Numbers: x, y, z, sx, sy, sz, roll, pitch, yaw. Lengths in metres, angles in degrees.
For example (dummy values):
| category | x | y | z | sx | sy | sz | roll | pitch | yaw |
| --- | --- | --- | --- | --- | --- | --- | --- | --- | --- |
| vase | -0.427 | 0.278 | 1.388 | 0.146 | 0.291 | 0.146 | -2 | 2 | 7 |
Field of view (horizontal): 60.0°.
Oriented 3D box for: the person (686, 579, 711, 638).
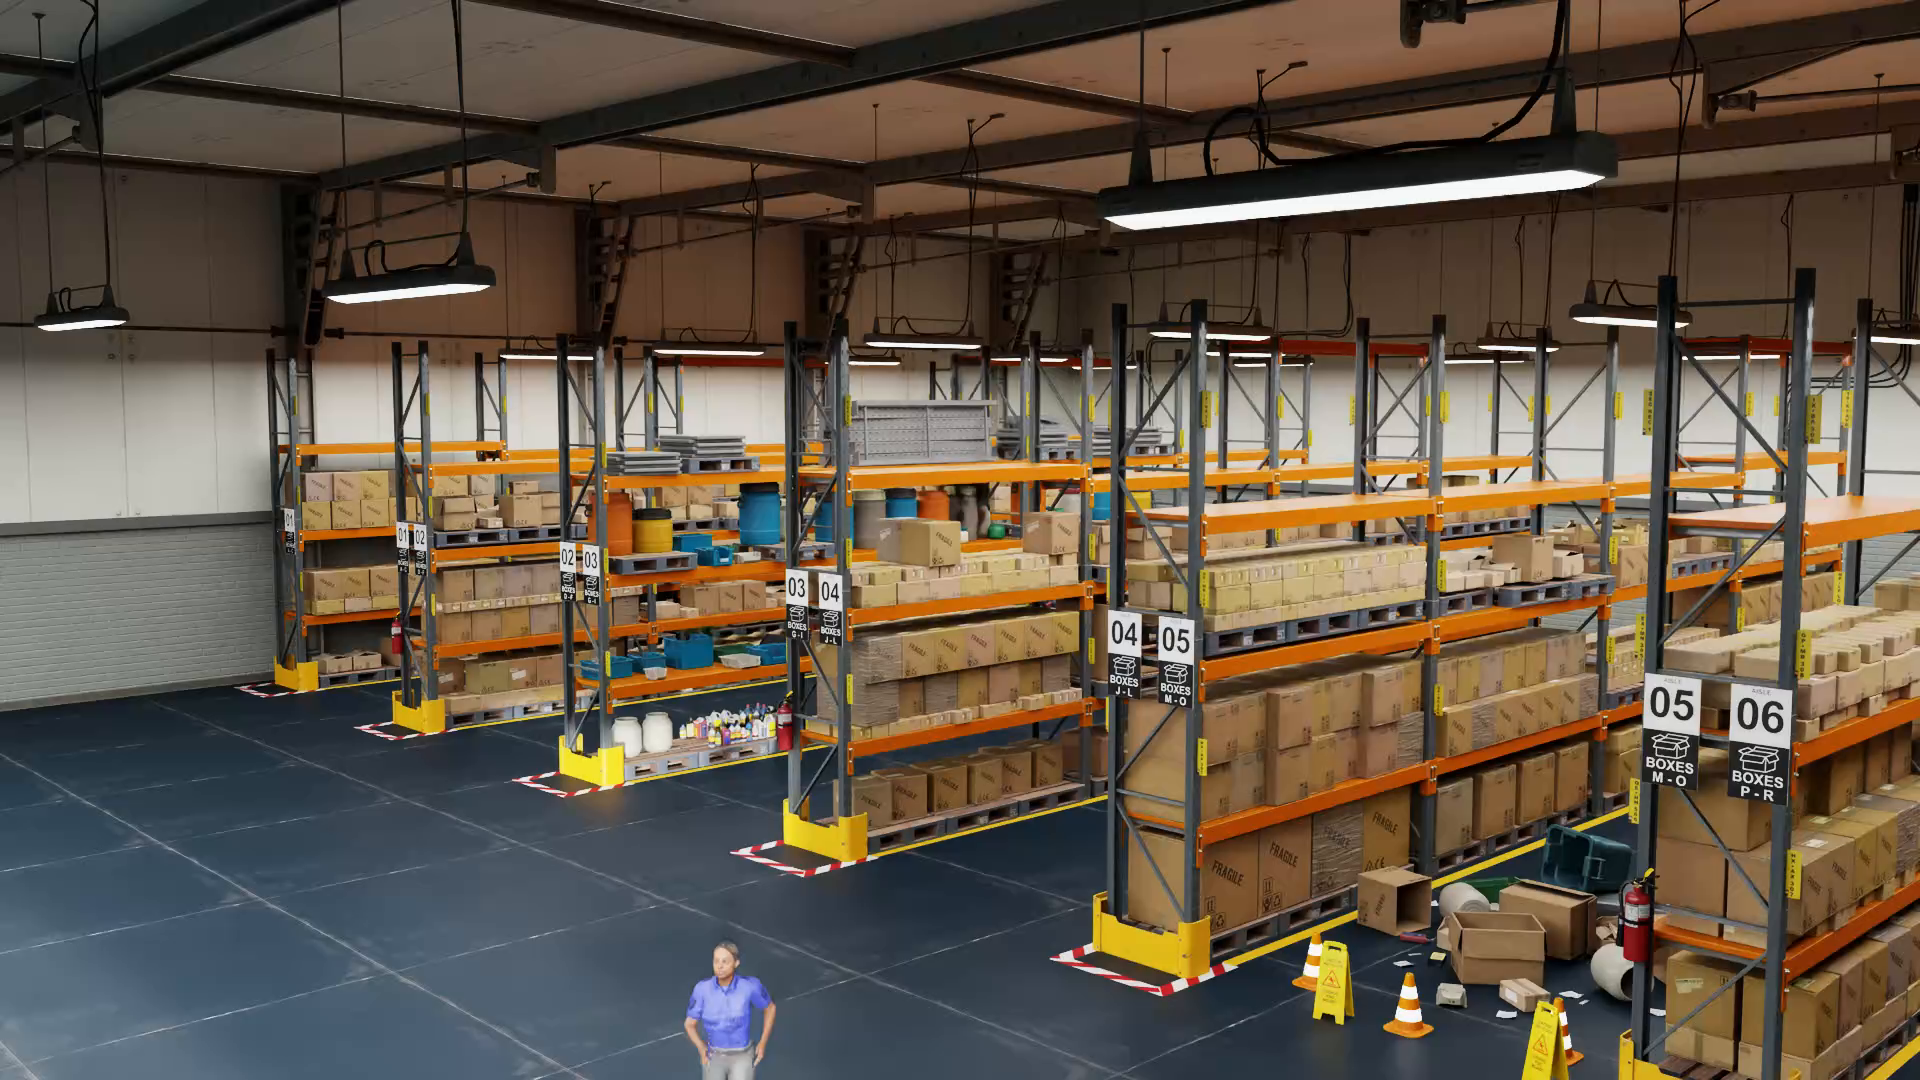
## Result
| category | x | y | z | sx | sy | sz | roll | pitch | yaw |
| --- | --- | --- | --- | --- | --- | --- | --- | --- | --- |
| person | -5.069 | 1.467 | 32.535 | 0.632 | 1.806 | 0.724 | 3 | 6 | 29 |

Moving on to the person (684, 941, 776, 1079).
| category | x | y | z | sx | sy | sz | roll | pitch | yaw |
| --- | --- | --- | --- | --- | --- | --- | --- | --- | --- |
| person | -1.501 | 3.462 | 10.904 | 0.588 | 1.571 | 0.840 | 0 | 5 | 0 |
